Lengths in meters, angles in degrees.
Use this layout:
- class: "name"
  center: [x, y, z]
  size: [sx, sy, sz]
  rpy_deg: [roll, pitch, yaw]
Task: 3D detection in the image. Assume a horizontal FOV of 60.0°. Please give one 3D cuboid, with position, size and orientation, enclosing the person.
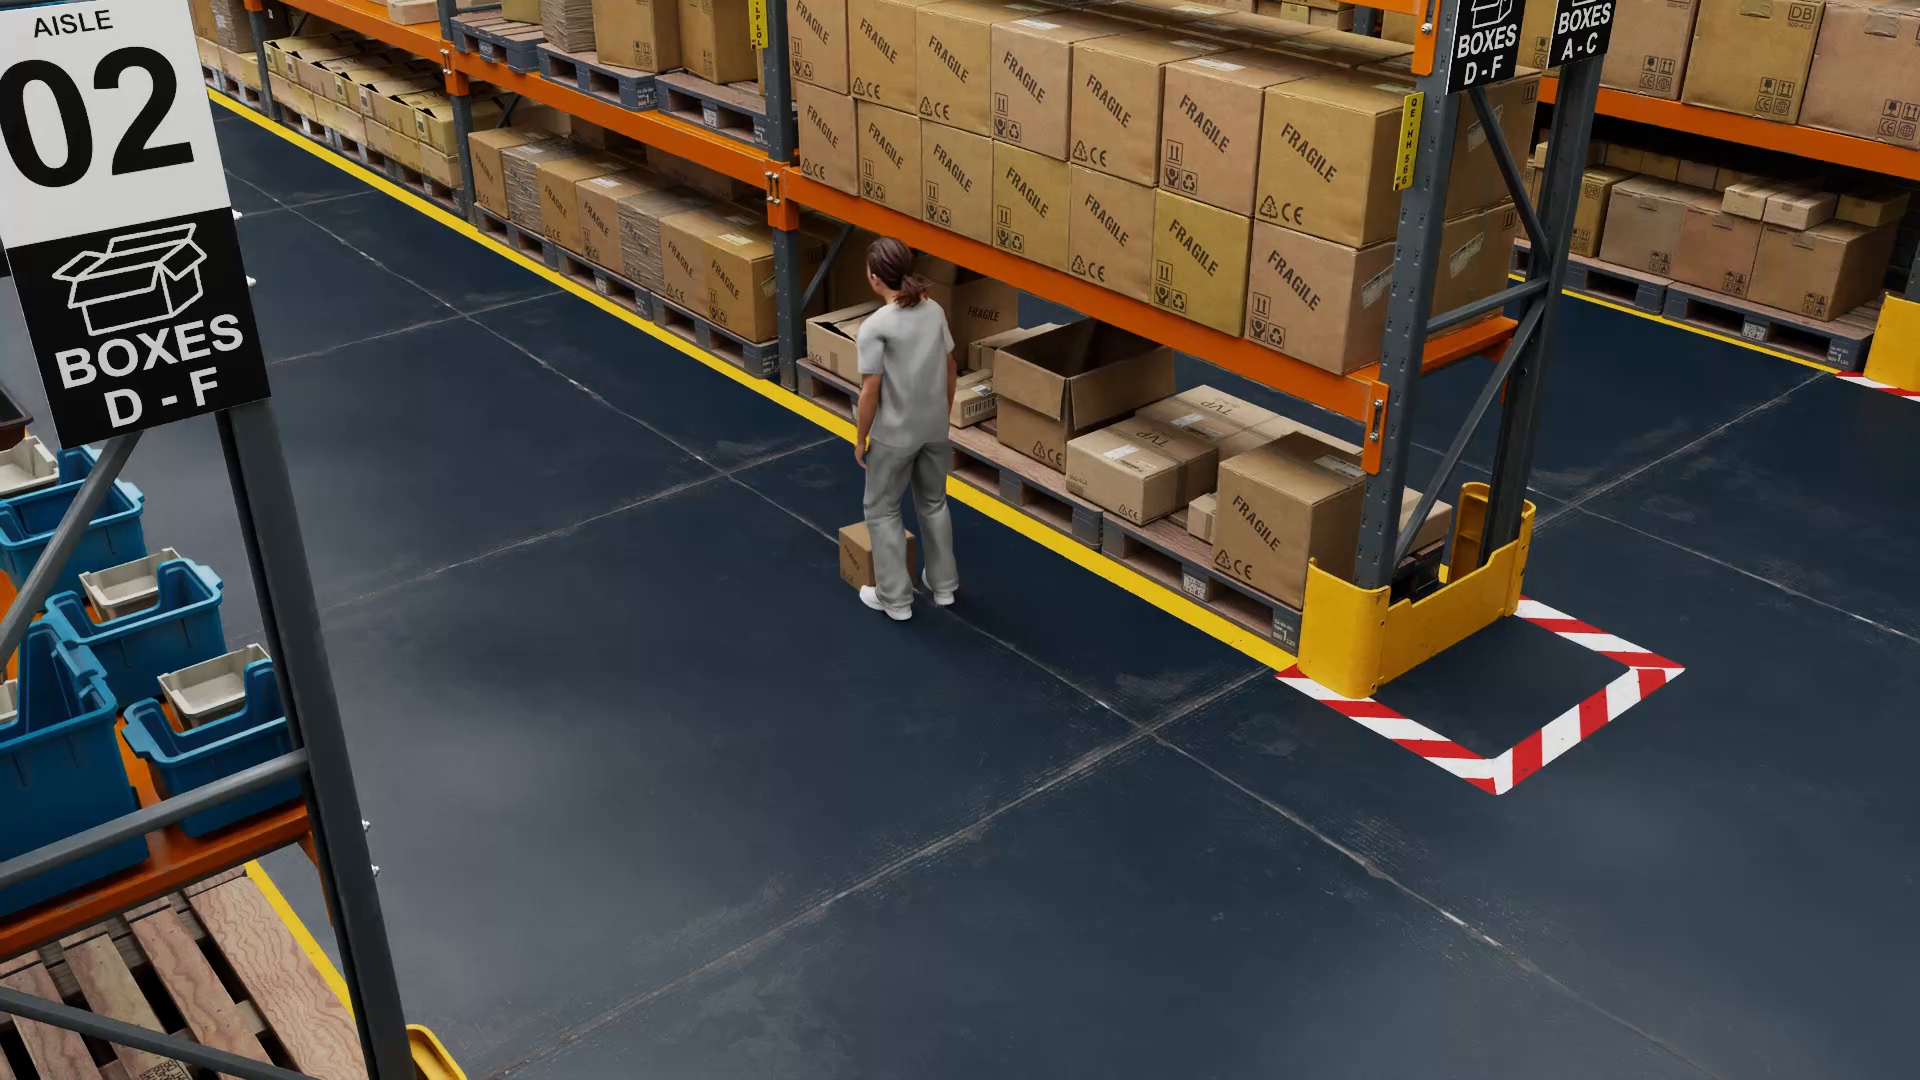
- class: "person"
  center: [-0.228, -0.454, 6.969]
  size: [0.503, 1.671, 0.365]
  rpy_deg: [-19, 34, -31]
